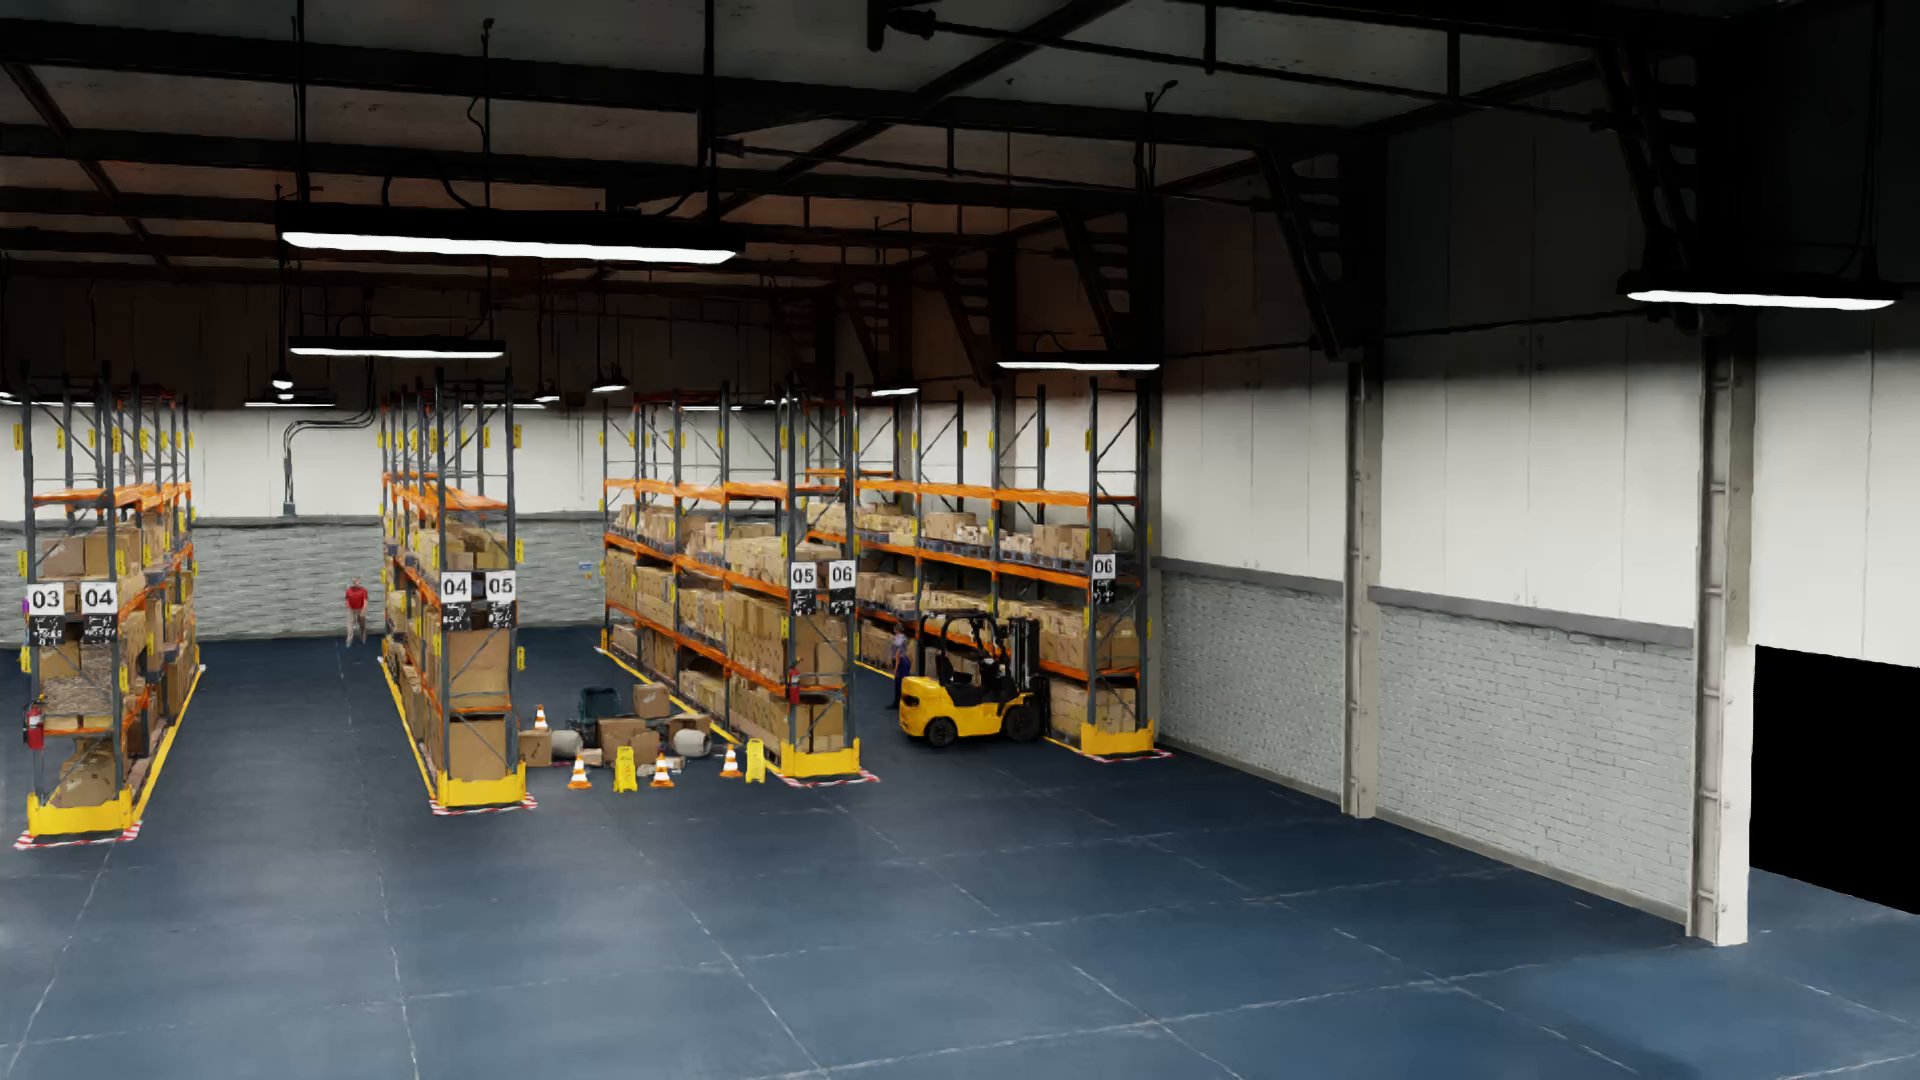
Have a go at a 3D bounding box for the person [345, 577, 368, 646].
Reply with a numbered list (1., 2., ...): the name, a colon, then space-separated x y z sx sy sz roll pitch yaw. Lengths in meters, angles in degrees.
1. person: -14.654 1.729 40.401 0.533 1.657 1.031 -1 4 -13

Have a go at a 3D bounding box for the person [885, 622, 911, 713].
1. person: -1.125 2.328 30.623 0.550 1.641 0.576 0 3 6

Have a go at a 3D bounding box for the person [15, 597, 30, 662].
1. person: -20.935 1.870 37.483 0.465 1.767 0.708 1 4 16
